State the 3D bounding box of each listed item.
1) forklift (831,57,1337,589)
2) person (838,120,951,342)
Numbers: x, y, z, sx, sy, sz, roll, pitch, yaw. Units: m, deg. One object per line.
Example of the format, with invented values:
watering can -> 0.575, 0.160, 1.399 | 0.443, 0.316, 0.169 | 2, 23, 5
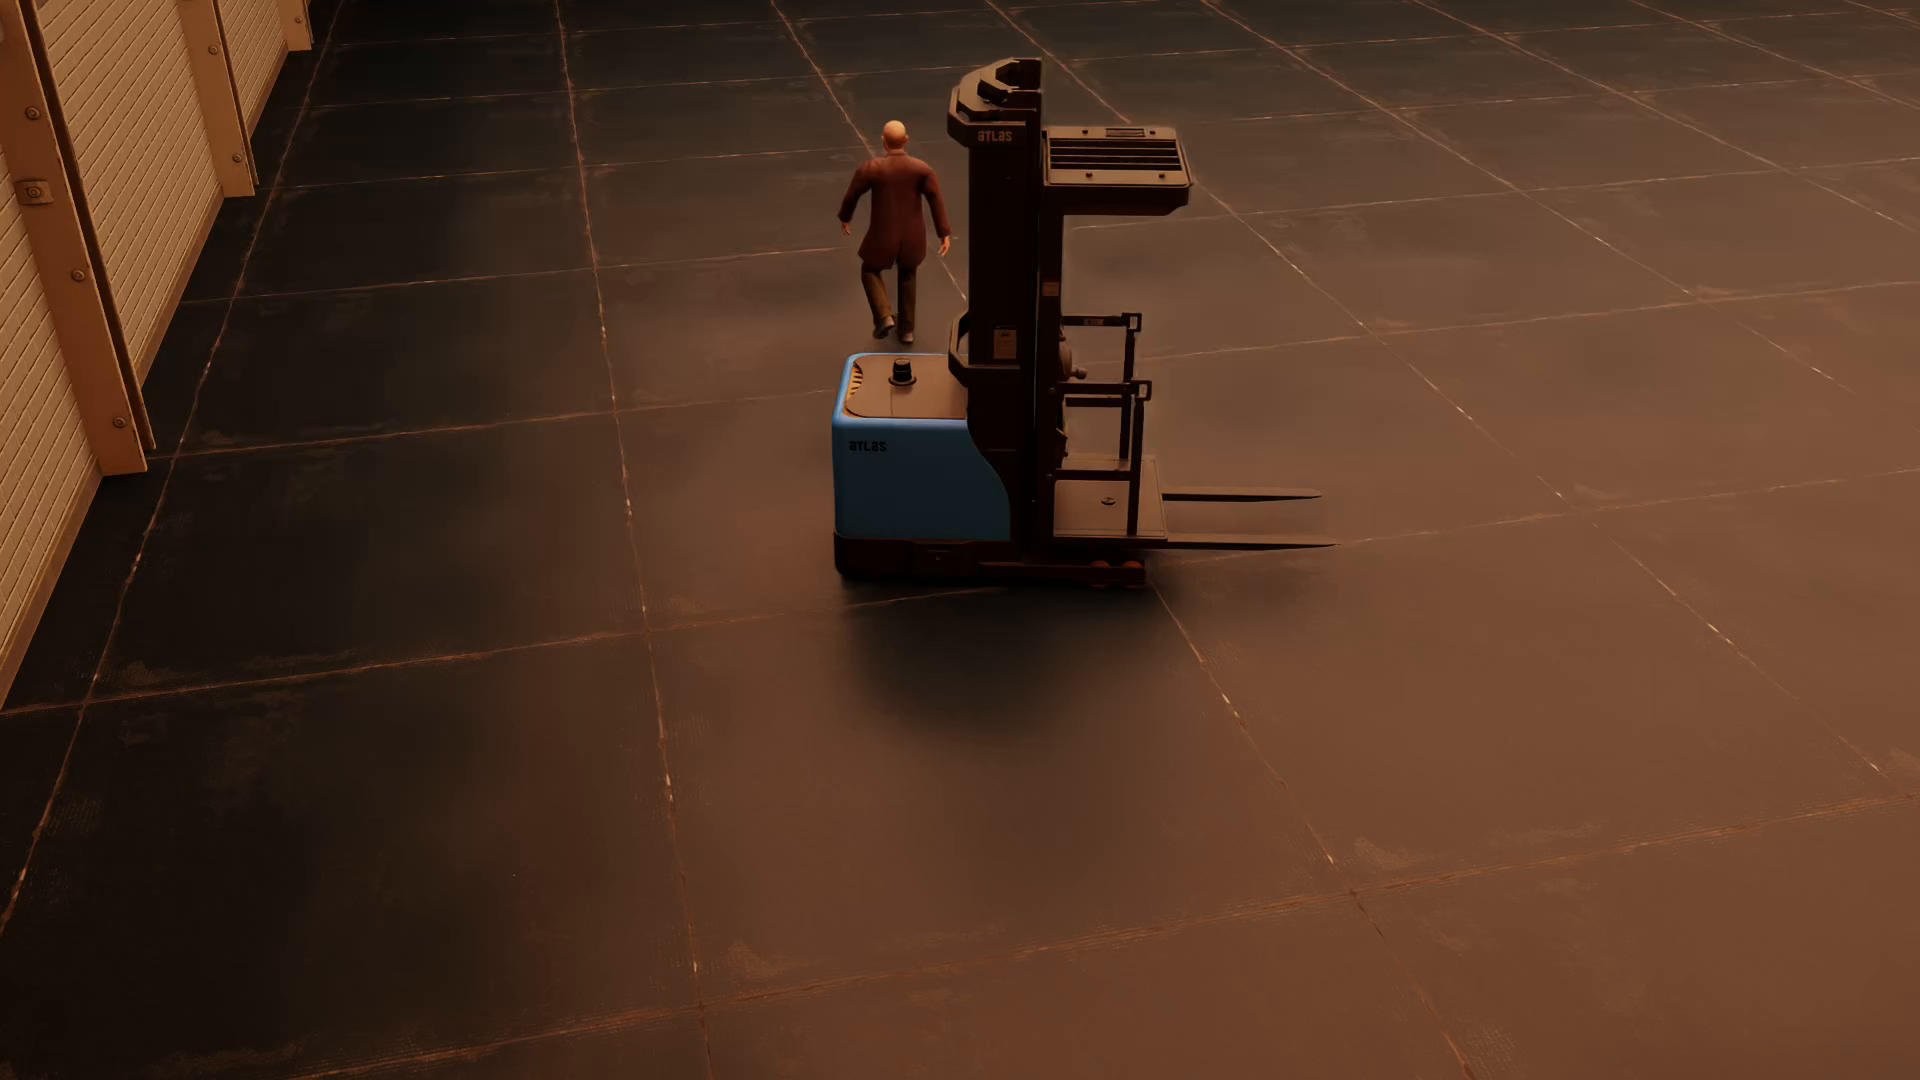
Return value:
forklift -> 0.770, -1.246, 9.728 | 3.031, 2.935, 1.130 | 1, 30, 2
person -> -0.501, -2.357, 12.819 | 0.826, 1.760, 0.552 | -6, 31, -10
